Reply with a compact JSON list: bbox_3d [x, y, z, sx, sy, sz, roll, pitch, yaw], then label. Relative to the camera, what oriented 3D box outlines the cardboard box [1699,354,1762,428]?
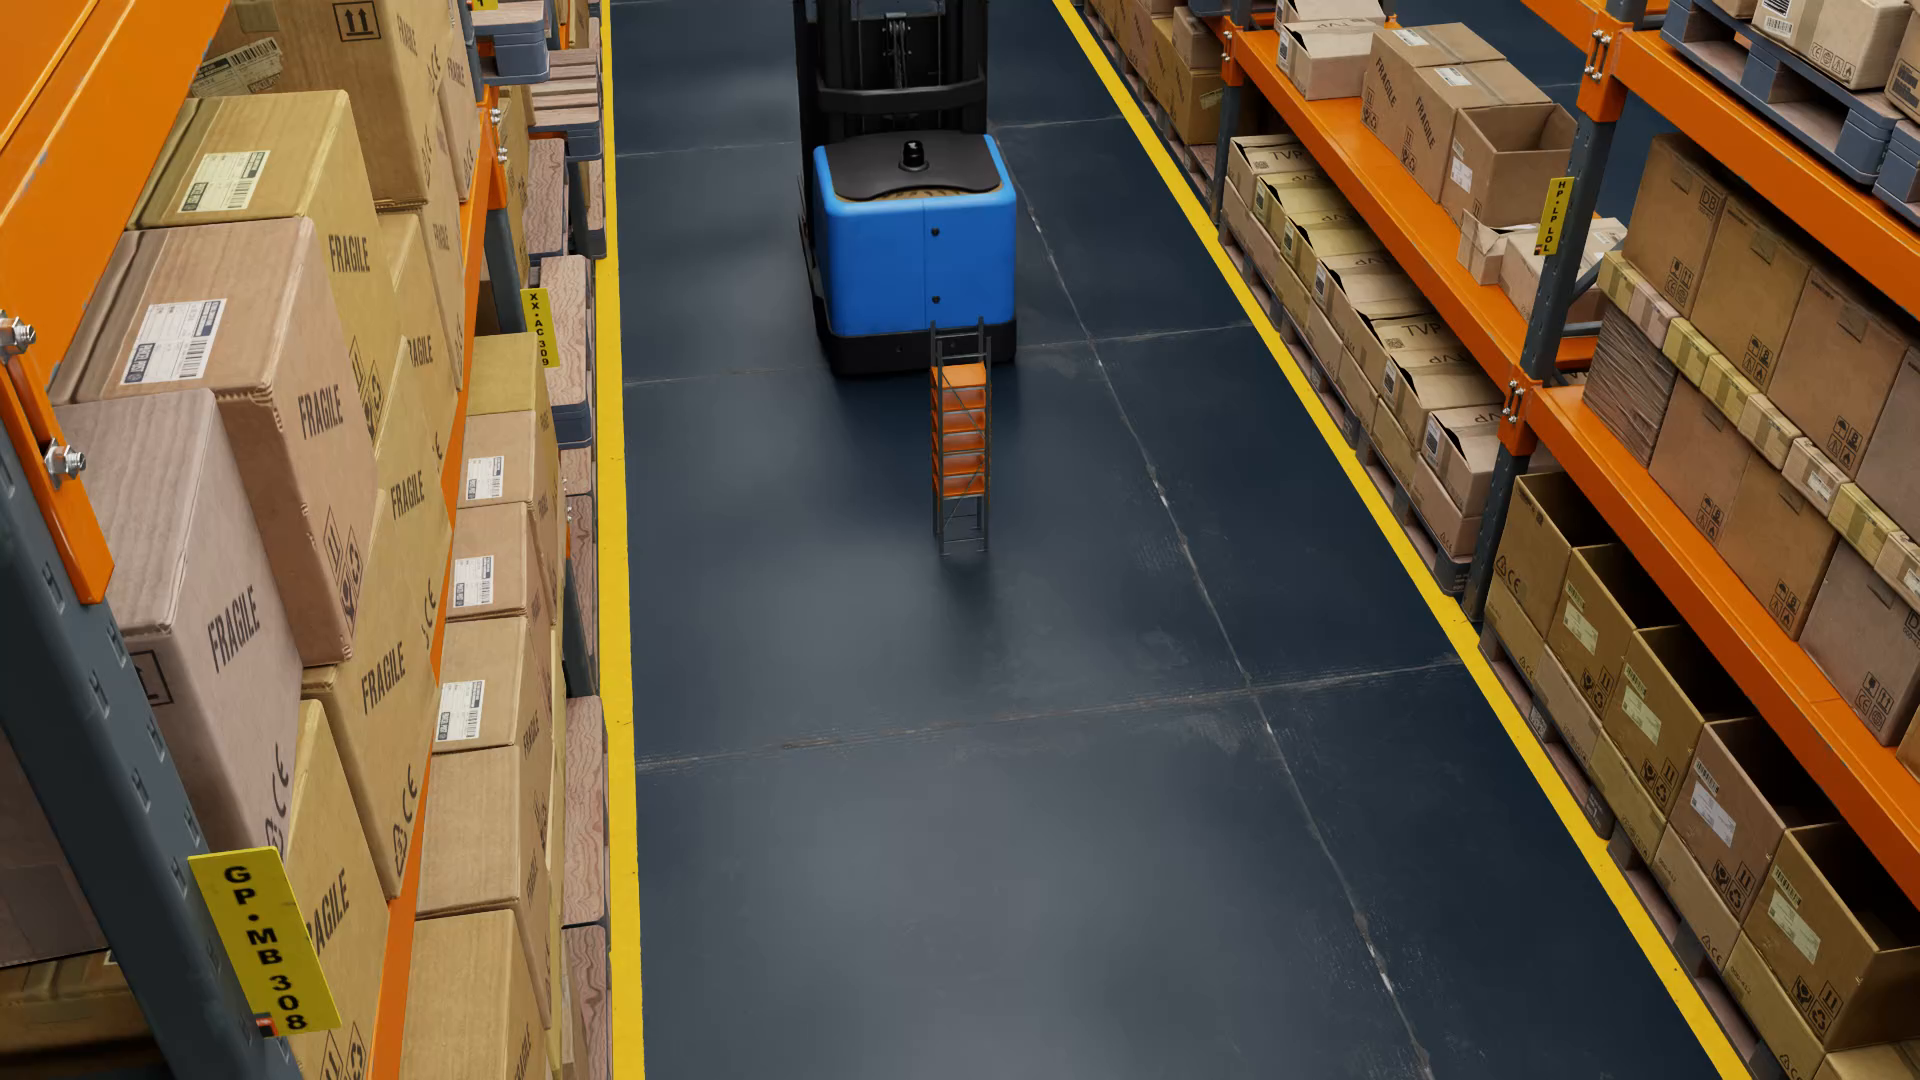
[{"bbox_3d":[2.827,-0.536,5.784,0.380,0.149,0.250,-7,38,-8],"label":"cardboard box"}]

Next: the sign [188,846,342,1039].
[{"bbox_3d":[-0.808,0.474,1.937,0.100,0.325,0.005,-6,38,-8],"label":"sign"}]

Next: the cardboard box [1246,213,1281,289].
[{"bbox_3d":[2.023,-1.733,9.835,0.500,0.250,0.500,-7,38,-9],"label":"cardboard box"}]

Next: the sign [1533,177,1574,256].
[{"bbox_3d":[2.300,-1.250,6.435,0.100,0.325,0.005,-6,38,-8],"label":"sign"}]

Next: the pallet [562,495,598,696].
[{"bbox_3d":[-2.182,0.277,7.621,1.003,0.211,1.213,-6,38,-8],"label":"pallet"}]

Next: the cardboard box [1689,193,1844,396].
[{"bbox_3d":[3.006,-0.868,5.683,0.700,0.500,0.500,-6,38,-8],"label":"cardboard box"}]

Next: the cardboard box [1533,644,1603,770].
[{"bbox_3d":[2.698,0.647,6.772,0.500,0.250,0.500,-6,38,-8],"label":"cardboard box"}]

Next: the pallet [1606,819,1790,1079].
[{"bbox_3d":[3.148,1.436,6.130,1.003,0.211,1.213,-6,38,-8],"label":"pallet"}]

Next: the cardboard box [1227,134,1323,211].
[{"bbox_3d":[1.934,-2.258,10.054,0.500,0.311,0.500,-5,38,-6],"label":"cardboard box"}]

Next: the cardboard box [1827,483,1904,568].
[{"bbox_3d":[2.964,-0.066,5.180,0.380,0.149,0.250,-7,38,-8],"label":"cardboard box"}]

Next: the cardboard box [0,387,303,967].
[{"bbox_3d":[-1.171,0.177,2.120,0.500,0.500,0.500,-9,39,-11],"label":"cardboard box"}]

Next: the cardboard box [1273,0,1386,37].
[{"bbox_3d":[2.152,-3.045,9.697,0.500,0.311,0.500,-4,38,-5],"label":"cardboard box"}]

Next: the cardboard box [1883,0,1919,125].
[{"bbox_3d":[2.997,-1.327,4.427,0.797,0.503,0.637,-2,38,-3],"label":"cardboard box"}]

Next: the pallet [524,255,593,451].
[{"bbox_3d":[-2.035,-0.755,6.833,1.003,0.211,1.213,-6,38,-8],"label":"pallet"}]

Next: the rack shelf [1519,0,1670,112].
[{"bbox_3d":[2.482,-2.997,7.704,1.077,0.370,4.000,-6,38,-8],"label":"rack shelf"}]

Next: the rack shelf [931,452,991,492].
[{"bbox_3d":[0.003,-0.335,7.871,0.258,0.103,0.180,-6,38,-8],"label":"rack shelf"}]

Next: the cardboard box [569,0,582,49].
[{"bbox_3d":[-2.892,-3.075,11.072,0.750,0.750,0.750,-6,38,-8],"label":"cardboard box"}]

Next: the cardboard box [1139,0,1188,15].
[{"bbox_3d":[1.539,-3.978,11.893,0.500,0.250,0.500,-7,38,-9],"label":"cardboard box"}]

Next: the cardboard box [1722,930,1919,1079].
[{"bbox_3d":[2.960,1.553,5.605,0.500,0.250,0.500,-6,38,-8],"label":"cardboard box"}]

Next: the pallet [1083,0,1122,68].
[{"bbox_3d":[1.610,-4.132,13.297,1.003,0.211,1.213,-6,38,-8],"label":"pallet"}]

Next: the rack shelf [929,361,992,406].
[{"bbox_3d":[0.003,-0.714,7.577,0.258,0.103,0.180,-6,38,-8],"label":"rack shelf"}]

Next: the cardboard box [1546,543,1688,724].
[{"bbox_3d":[2.701,0.350,6.542,0.500,0.500,0.500,-6,38,-8],"label":"cardboard box"}]

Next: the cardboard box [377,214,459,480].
[{"bbox_3d":[-1.424,-0.361,3.627,0.500,0.500,0.500,-4,38,-5],"label":"cardboard box"}]

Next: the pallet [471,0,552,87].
[{"bbox_3d":[-2.047,-1.848,5.792,1.213,0.211,1.003,-6,38,-8],"label":"pallet"}]

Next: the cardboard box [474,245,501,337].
[{"bbox_3d":[-2.099,-0.878,6.395,0.700,0.500,0.500,-6,38,-8],"label":"cardboard box"}]

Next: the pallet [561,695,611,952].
[{"bbox_3d":[-1.891,1.149,6.498,1.003,0.211,1.213,-6,38,-8],"label":"pallet"}]

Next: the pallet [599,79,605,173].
[{"bbox_3d":[-3.020,-2.888,11.695,1.003,0.211,1.213,-6,38,-8],"label":"pallet"}]

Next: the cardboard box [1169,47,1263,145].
[{"bbox_3d":[1.736,-3.031,11.285,0.500,0.500,0.500,-5,38,-6],"label":"cardboard box"}]

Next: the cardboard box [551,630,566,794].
[{"bbox_3d":[-1.480,0.555,5.096,0.500,0.250,0.500,-6,38,-8],"label":"cardboard box"}]

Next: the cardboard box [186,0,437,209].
[{"bbox_3d":[-1.481,-1.063,3.715,0.500,0.500,0.500,-7,38,-10],"label":"cardboard box"}]

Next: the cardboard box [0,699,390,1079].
[{"bbox_3d":[-1.155,0.602,2.388,0.500,0.500,0.500,-5,38,-7],"label":"cardboard box"}]

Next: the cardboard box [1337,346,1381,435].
[{"bbox_3d":[2.297,-0.803,8.637,0.500,0.250,0.500,-5,38,-7],"label":"cardboard box"}]

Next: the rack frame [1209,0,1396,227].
[{"bbox_3d":[2.131,-3.305,9.959,1.000,3.000,0.127,-6,38,-8],"label":"rack frame"}]

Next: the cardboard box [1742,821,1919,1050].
[{"bbox_3d":[2.957,1.257,5.375,0.500,0.500,0.500,-6,38,-8],"label":"cardboard box"}]

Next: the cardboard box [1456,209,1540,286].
[{"bbox_3d":[2.498,-1.347,7.548,0.396,0.266,0.258,-7,38,-9],"label":"cardboard box"}]

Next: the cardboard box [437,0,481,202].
[{"bbox_3d":[-1.711,-1.306,4.843,0.500,0.500,0.500,-5,38,-7],"label":"cardboard box"}]

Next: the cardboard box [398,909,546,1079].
[{"bbox_3d":[-1.207,1.197,3.659,0.500,0.500,0.500,-6,38,-8],"label":"cardboard box"}]

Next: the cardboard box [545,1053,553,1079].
[{"bbox_3d":[-1.221,1.473,3.915,0.500,0.250,0.500,-7,38,-9],"label":"cardboard box"}]

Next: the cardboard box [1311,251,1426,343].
[{"bbox_3d":[2.212,-1.323,8.850,0.500,0.311,0.500,-7,38,-9],"label":"cardboard box"}]

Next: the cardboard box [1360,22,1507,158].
[{"bbox_3d":[2.441,-2.332,8.626,0.500,0.500,0.500,-8,39,-10],"label":"cardboard box"}]

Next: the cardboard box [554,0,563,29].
[{"bbox_3d":[-2.578,-3.255,9.555,0.500,0.500,0.500,-5,38,-7],"label":"cardboard box"}]

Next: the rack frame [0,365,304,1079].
[{"bbox_3d":[-1.339,-0.307,1.210,0.949,2.616,0.053,-6,38,-8],"label":"rack frame"}]

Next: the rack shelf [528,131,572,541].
[{"bbox_3d":[-2.394,-1.278,7.936,1.077,0.370,4.000,-6,38,-8],"label":"rack shelf"}]

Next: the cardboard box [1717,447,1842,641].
[{"bbox_3d":[3.099,-0.040,5.674,0.700,0.500,0.500,-6,38,-7],"label":"cardboard box"}]

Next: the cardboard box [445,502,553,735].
[{"bbox_3d":[-1.486,0.260,4.865,0.500,0.500,0.500,-7,38,-9],"label":"cardboard box"}]

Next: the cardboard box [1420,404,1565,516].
[{"bbox_3d":[2.479,-0.404,7.667,0.500,0.311,0.500,-6,38,-8],"label":"cardboard box"}]

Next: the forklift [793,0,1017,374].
[{"bbox_3d":[-0.425,-2.976,9.592,1.130,2.935,3.031,-6,38,-7],"label":"forklift"}]

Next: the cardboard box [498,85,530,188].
[{"bbox_3d":[-2.413,-1.950,7.775,0.700,0.500,0.500,-6,38,-8],"label":"cardboard box"}]

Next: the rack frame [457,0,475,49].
[{"bbox_3d":[-2.044,-2.723,4.320,1.000,3.000,0.127,-6,38,-8],"label":"rack frame"}]

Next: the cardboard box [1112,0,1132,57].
[{"bbox_3d":[1.460,-3.965,12.488,0.500,0.500,0.500,-6,38,-7],"label":"cardboard box"}]

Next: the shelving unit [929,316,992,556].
[{"bbox_3d":[0.003,-0.465,7.771,0.258,1.200,0.189,-6,38,-8],"label":"shelving unit"}]

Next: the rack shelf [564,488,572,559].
[{"bbox_3d":[-1.693,1.138,4.826,1.077,0.370,4.000,-6,38,-8],"label":"rack shelf"}]

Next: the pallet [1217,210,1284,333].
[{"bbox_3d":[2.237,-1.702,10.169,1.003,0.211,1.213,-6,38,-8],"label":"pallet"}]

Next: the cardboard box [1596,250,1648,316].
[{"bbox_3d":[2.689,-1.001,6.383,0.380,0.149,0.250,-6,38,-8],"label":"cardboard box"}]
